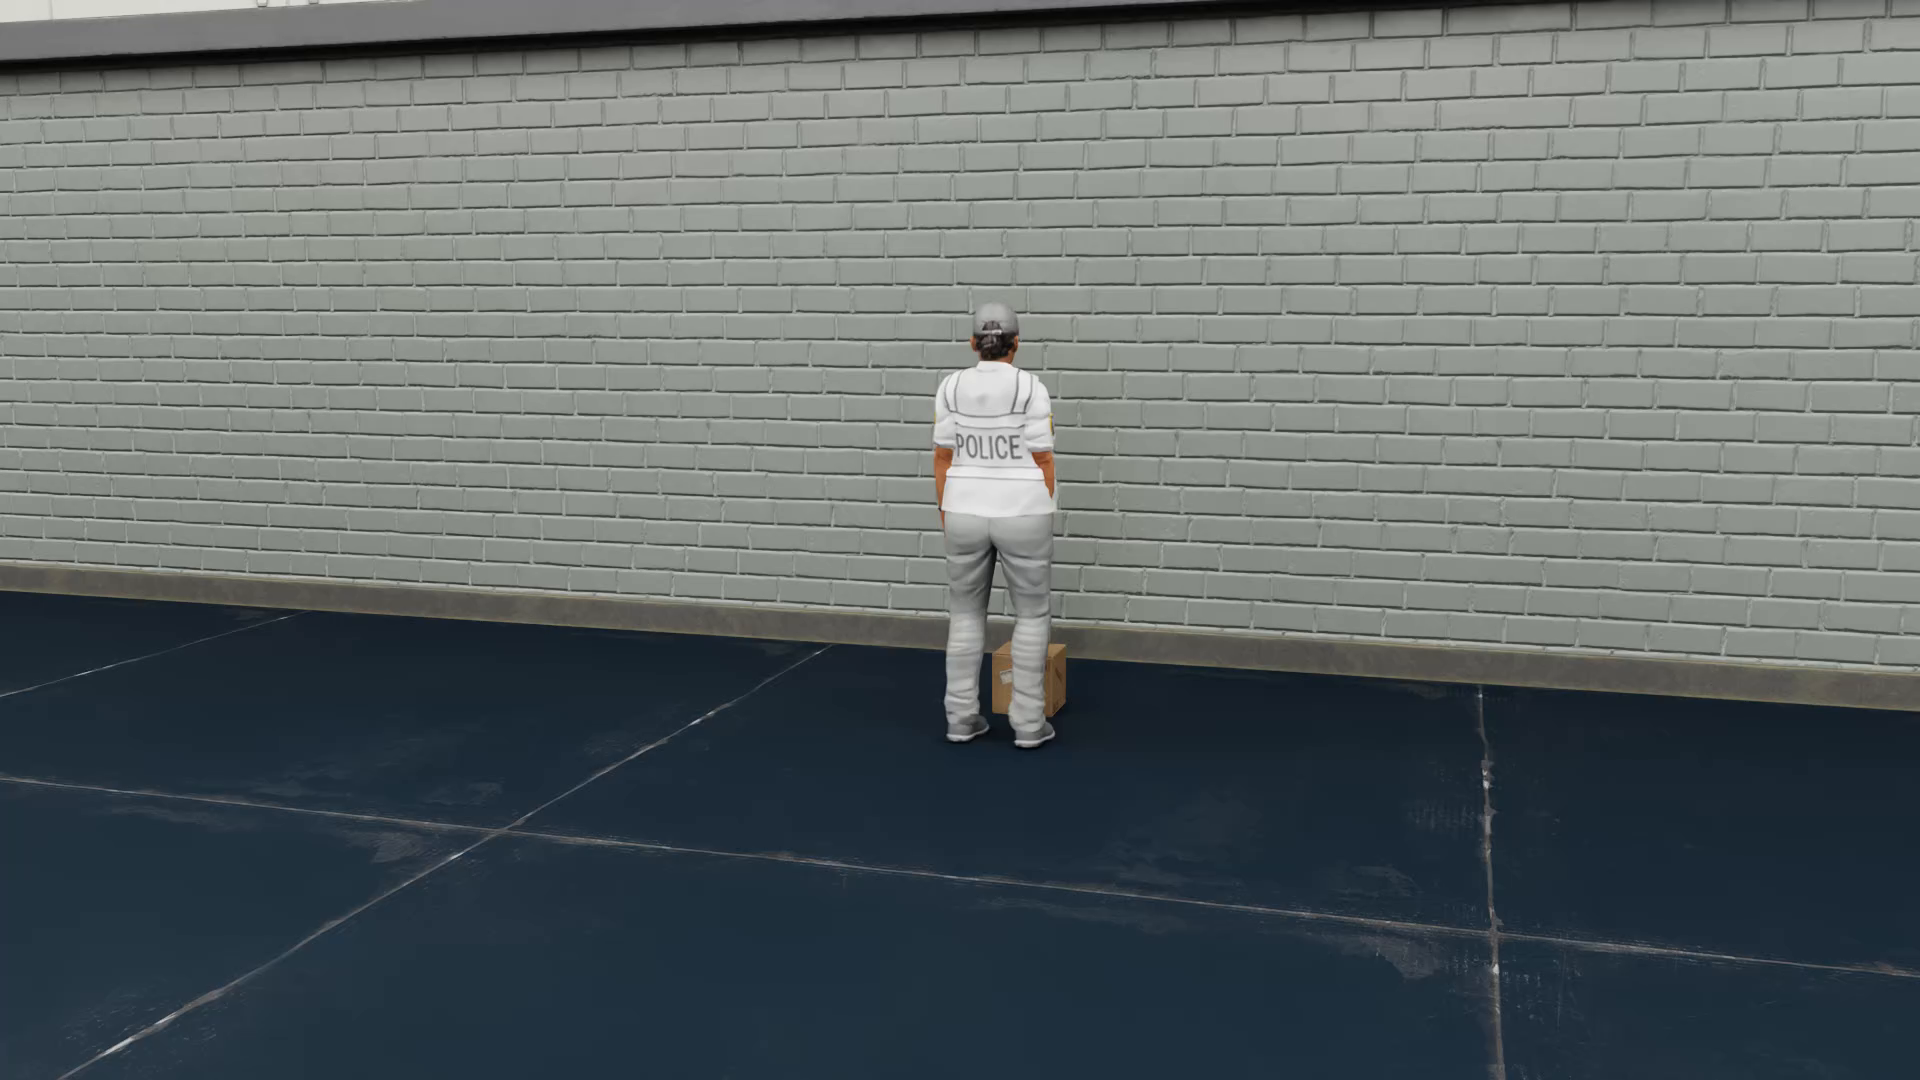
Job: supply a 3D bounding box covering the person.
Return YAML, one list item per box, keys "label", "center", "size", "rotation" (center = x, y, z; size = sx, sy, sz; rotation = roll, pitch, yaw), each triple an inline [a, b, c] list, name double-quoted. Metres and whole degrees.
- label: "person"
  center: [0.135, -0.059, 6.257]
  size: [0.468, 1.660, 0.391]
  rotation: [3, 9, 17]
